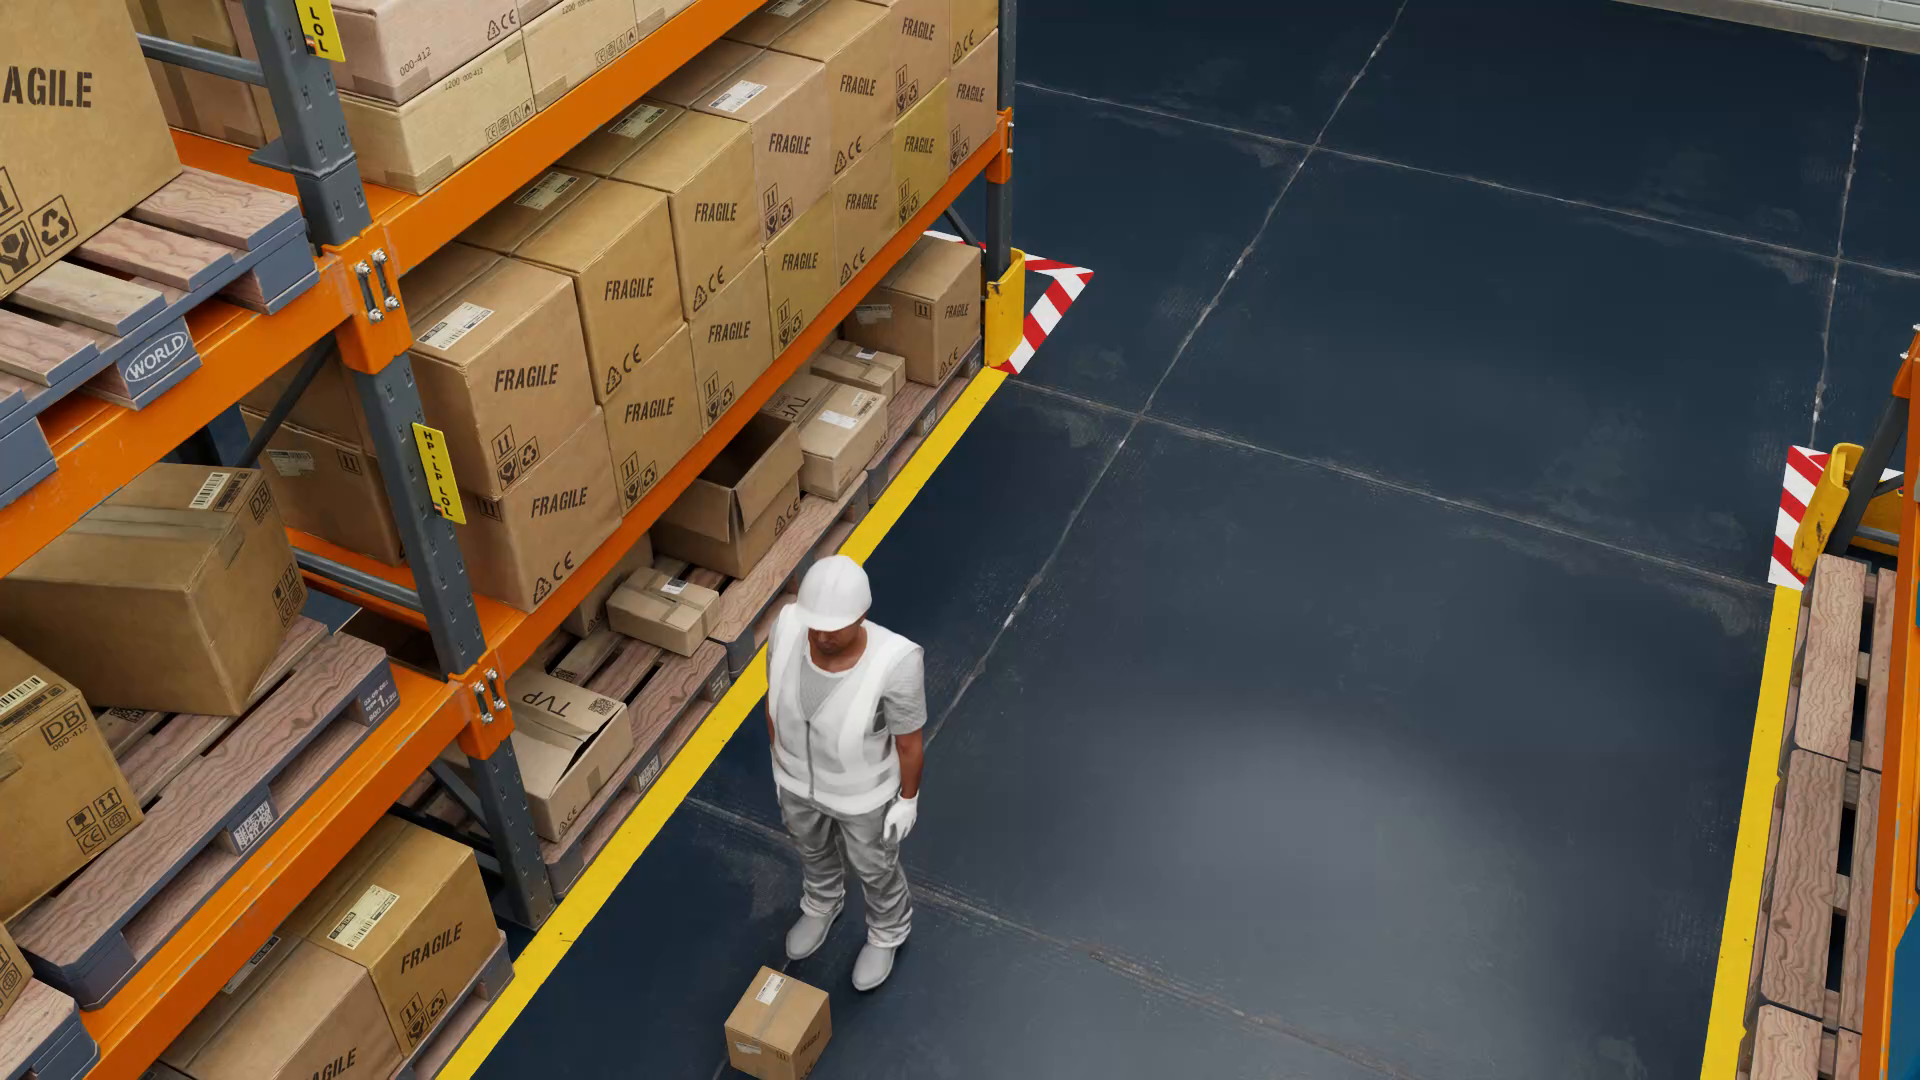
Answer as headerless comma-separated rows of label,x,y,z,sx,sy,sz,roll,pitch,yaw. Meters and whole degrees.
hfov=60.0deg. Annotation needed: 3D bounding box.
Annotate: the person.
person,-0.371,0.756,5.297,0.548,1.792,0.366,18,45,19
